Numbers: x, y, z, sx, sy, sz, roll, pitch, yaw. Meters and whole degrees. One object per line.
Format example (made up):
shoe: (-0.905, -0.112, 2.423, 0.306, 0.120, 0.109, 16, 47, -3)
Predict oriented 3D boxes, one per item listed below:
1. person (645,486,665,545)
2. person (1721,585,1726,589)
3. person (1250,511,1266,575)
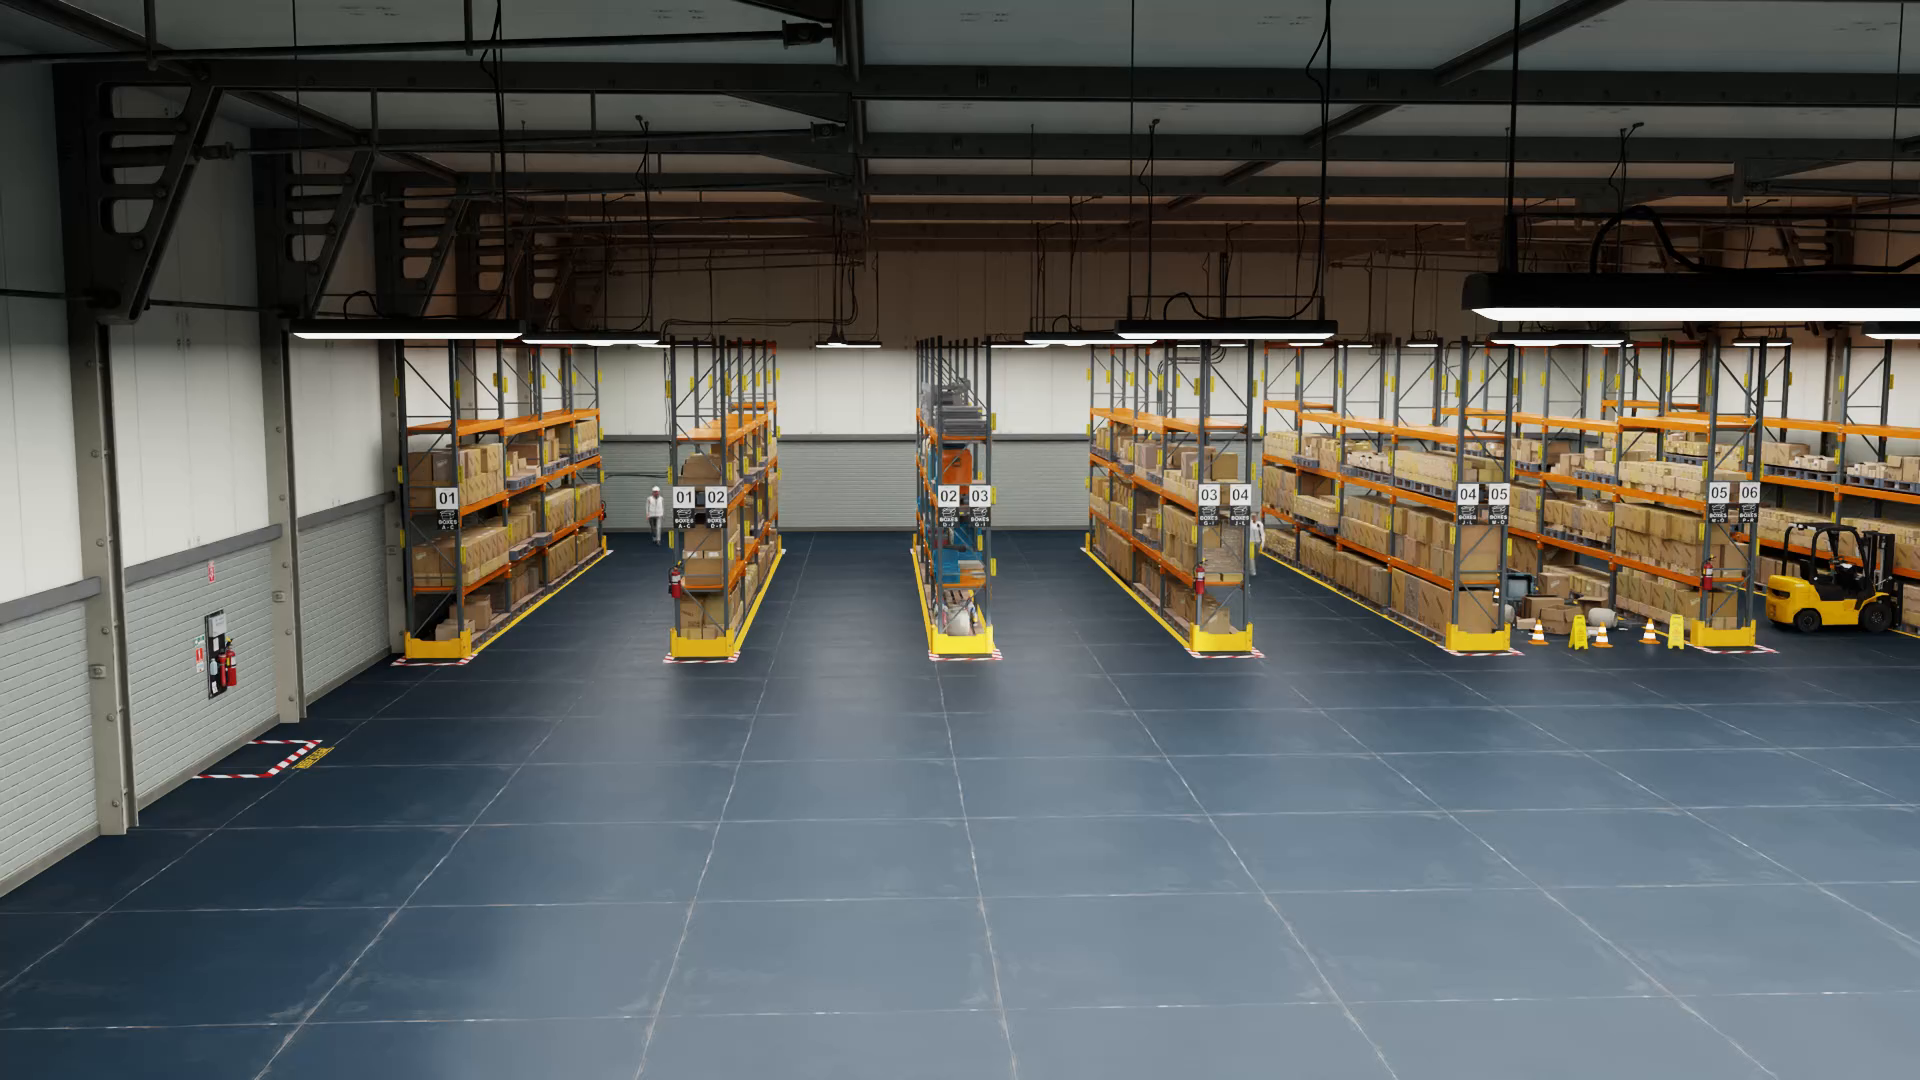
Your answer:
person: (-9.034, -0.729, 49.239, 0.544, 1.721, 1.084, -1, 7, -6)
person: (17.885, 0.464, 39.175, 0.475, 1.701, 0.525, -2, 7, -19)
person: (7.585, 0.055, 42.660, 0.475, 1.611, 1.042, 0, 6, -2)
